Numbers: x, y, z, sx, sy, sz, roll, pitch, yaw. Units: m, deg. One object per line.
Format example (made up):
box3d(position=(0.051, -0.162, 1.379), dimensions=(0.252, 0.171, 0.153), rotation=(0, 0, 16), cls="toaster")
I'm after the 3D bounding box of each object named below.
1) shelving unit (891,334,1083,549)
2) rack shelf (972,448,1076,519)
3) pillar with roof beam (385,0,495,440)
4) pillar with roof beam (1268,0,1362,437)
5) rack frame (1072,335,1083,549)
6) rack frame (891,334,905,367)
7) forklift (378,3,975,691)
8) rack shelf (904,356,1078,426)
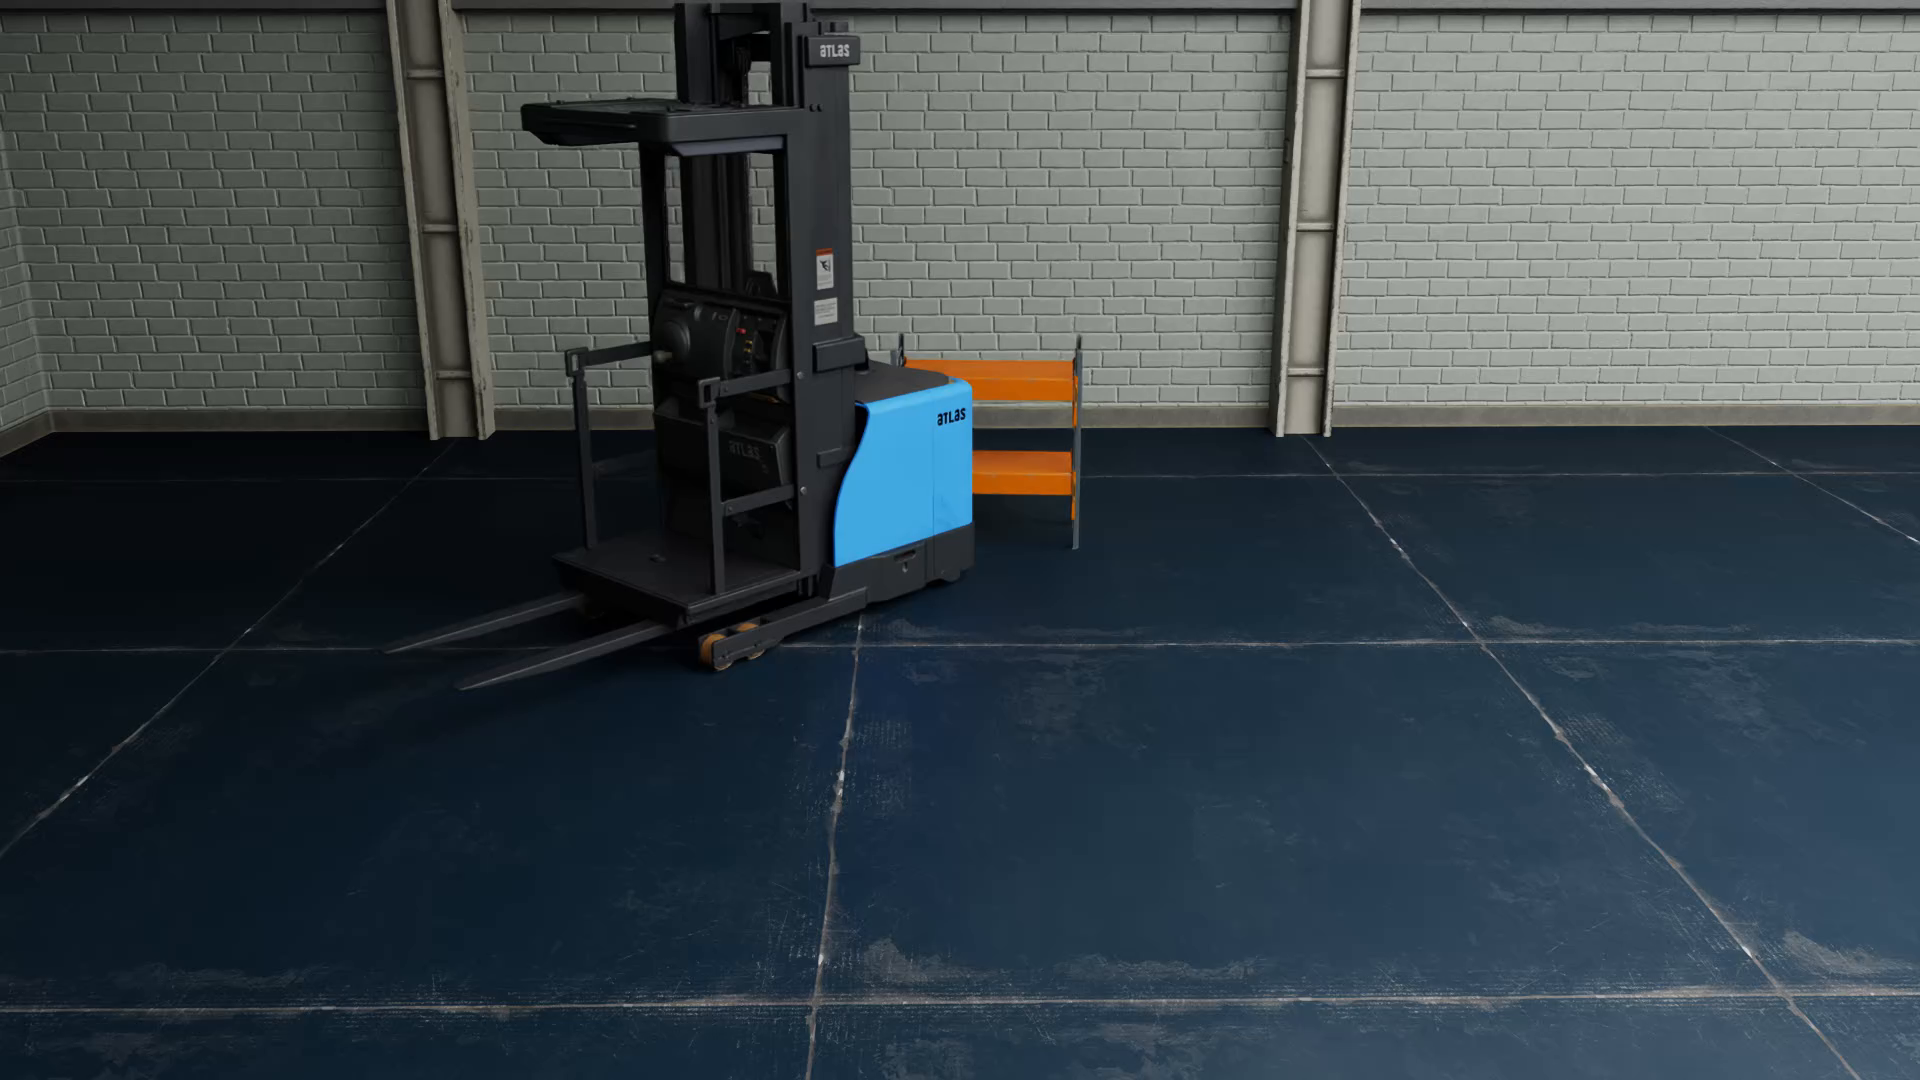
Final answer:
box3d(position=(0.158, -0.567, 9.474), dimensions=(1.048, 1.125, 0.538), rotation=(1, 18, 3), cls="shelving unit")
box3d(position=(0.158, -0.334, 9.549), dimensions=(1.000, 0.278, 0.538), rotation=(1, 18, 3), cls="rack shelf")
box3d(position=(-3.488, -3.726, 6.429), dimensions=(0.400, 9.000, 9.100), rotation=(0, 18, -1), cls="pillar with roof beam")
box3d(position=(2.511, -3.755, 6.520), dimensions=(0.400, 9.000, 9.100), rotation=(0, 18, -1), cls="pillar with roof beam")
box3d(position=(0.665, -0.559, 9.448), dimensions=(0.032, 1.125, 0.500), rotation=(1, 18, 3), cls="rack frame")
box3d(position=(-0.350, -0.576, 9.501), dimensions=(0.032, 1.125, 0.500), rotation=(1, 18, 3), cls="rack frame")
box3d(position=(-1.289, -0.971, 7.775), dimensions=(1.130, 2.935, 3.031), rotation=(16, 24, 40), cls="forklift")
box3d(position=(0.158, -0.846, 9.385), dimensions=(1.000, 0.278, 0.538), rotation=(1, 18, 3), cls="rack shelf")
